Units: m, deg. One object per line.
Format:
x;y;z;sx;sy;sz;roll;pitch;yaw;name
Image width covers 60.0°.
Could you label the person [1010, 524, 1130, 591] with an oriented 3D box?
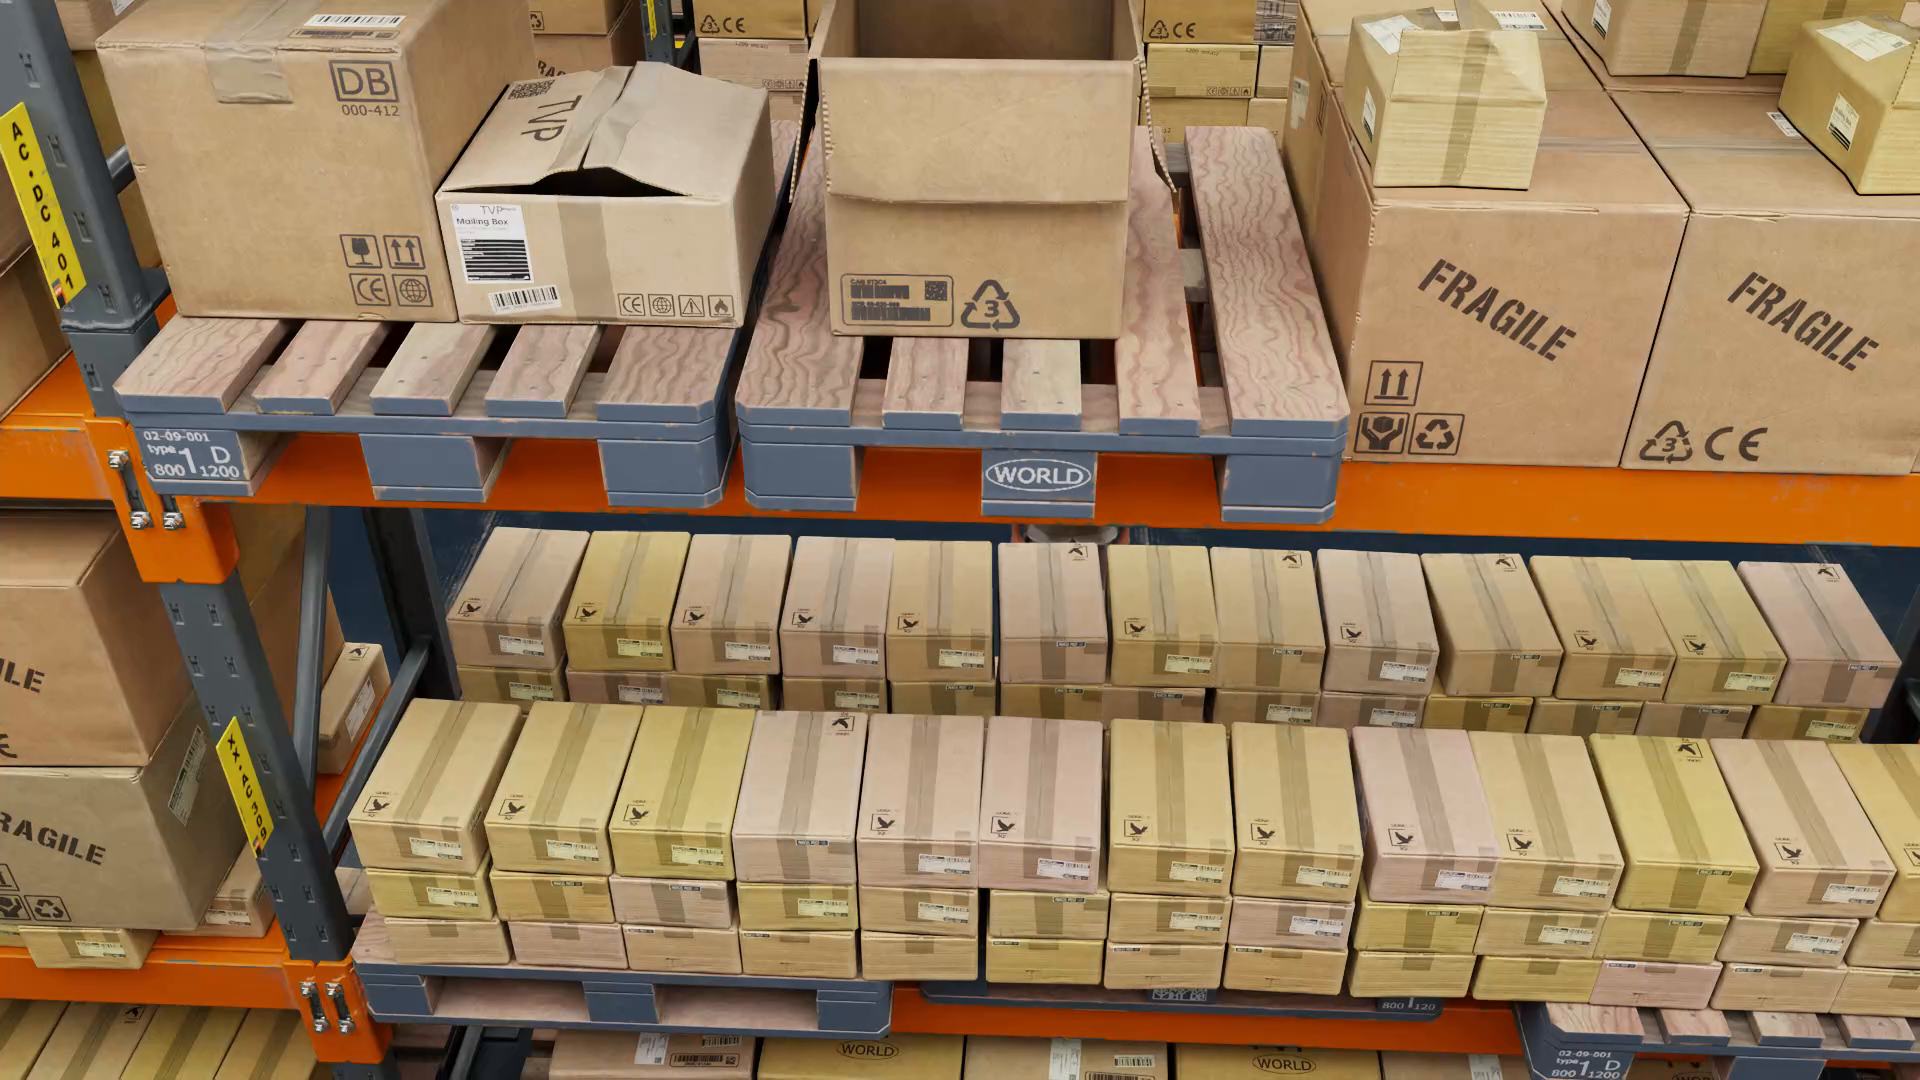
0.406;-0.008;6.169;0.473;1.592;0.347;0;36;0;person
